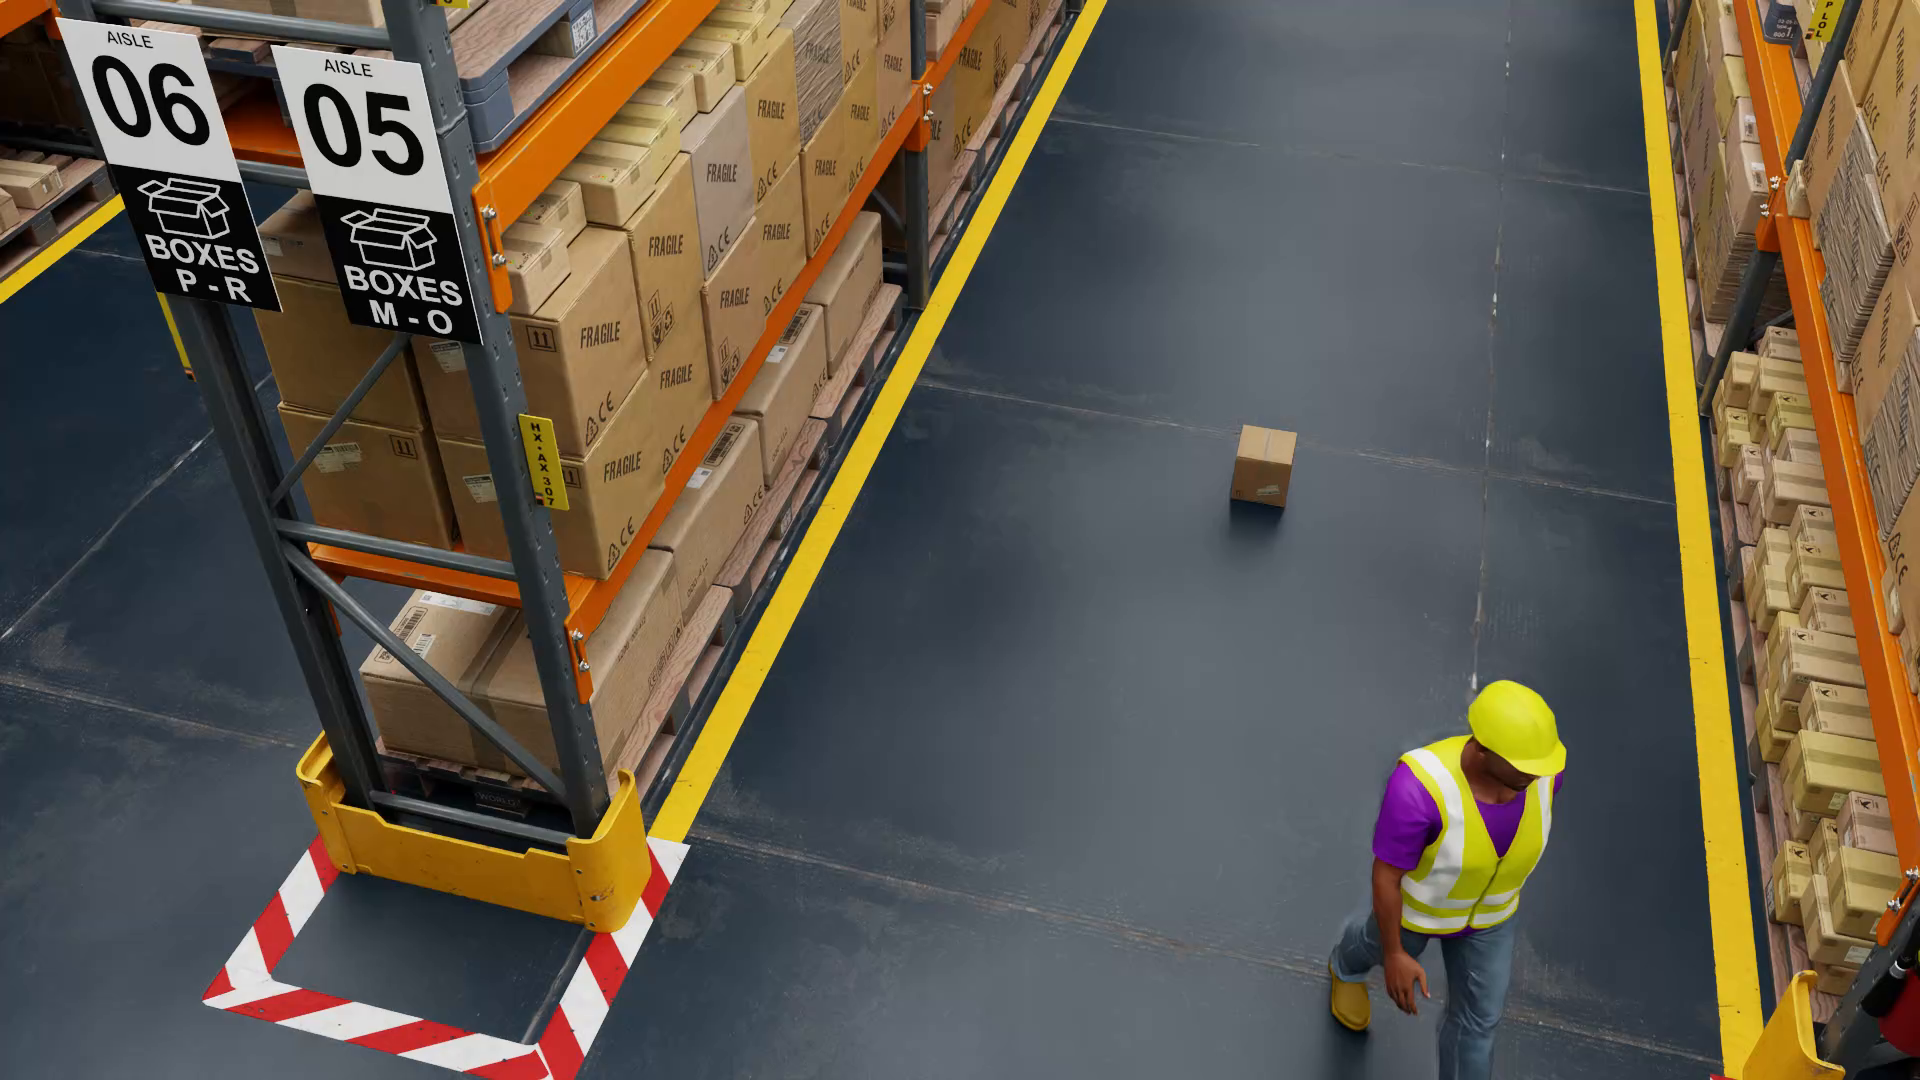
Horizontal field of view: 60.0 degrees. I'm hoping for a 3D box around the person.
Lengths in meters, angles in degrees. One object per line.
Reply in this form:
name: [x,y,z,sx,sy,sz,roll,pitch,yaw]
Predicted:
person: [1.451,1.091,4.844,0.588,1.719,0.958,-7,41,-8]
